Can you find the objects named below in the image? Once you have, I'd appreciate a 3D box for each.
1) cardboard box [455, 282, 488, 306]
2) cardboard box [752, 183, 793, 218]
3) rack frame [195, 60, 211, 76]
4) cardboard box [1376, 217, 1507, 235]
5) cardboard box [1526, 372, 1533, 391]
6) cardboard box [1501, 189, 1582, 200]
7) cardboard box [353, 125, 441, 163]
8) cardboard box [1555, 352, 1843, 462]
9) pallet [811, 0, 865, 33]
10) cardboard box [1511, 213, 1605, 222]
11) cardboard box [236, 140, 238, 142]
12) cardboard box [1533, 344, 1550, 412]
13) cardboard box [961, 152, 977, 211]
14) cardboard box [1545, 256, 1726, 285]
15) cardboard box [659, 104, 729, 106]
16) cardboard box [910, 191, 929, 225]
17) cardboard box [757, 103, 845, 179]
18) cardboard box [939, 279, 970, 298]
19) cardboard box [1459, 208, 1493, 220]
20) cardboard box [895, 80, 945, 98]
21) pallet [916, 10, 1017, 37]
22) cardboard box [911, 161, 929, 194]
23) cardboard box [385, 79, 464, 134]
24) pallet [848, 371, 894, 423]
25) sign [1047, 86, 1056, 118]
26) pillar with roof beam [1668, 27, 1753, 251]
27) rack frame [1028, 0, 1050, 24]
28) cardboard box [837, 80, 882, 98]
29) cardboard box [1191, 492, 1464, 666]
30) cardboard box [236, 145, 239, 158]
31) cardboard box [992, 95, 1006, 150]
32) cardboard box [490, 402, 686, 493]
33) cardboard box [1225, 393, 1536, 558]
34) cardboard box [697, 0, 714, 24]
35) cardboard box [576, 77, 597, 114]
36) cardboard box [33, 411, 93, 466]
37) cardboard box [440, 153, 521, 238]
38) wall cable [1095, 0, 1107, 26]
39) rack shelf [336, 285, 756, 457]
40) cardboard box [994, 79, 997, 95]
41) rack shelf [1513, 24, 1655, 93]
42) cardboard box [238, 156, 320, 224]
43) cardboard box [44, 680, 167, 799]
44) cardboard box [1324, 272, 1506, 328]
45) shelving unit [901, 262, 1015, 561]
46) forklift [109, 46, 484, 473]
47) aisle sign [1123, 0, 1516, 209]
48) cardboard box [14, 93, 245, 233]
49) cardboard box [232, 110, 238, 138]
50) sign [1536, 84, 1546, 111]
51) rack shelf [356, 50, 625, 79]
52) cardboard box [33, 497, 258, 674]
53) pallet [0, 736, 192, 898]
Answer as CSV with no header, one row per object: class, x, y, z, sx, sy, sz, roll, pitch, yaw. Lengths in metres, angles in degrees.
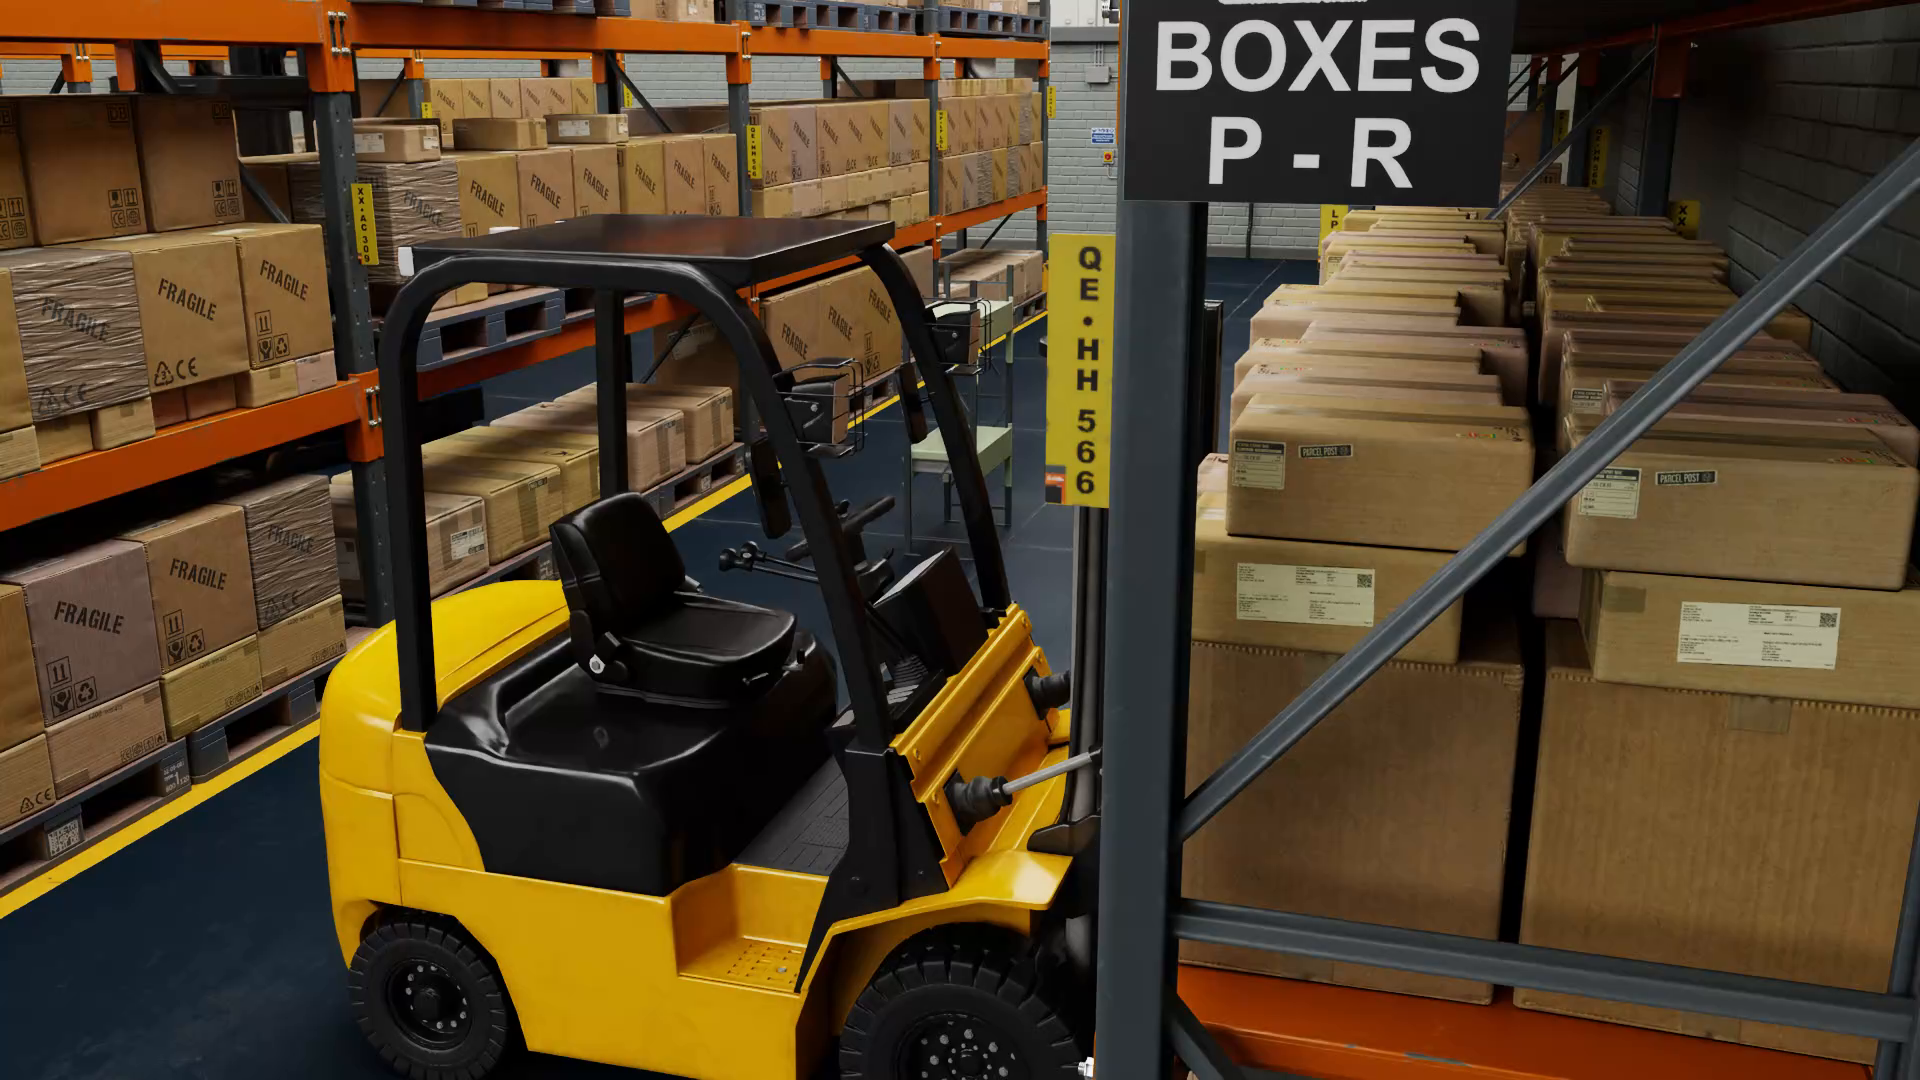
cardboard box,-2.415,-1.177,7.675,0.380,0.149,0.250,5,17,17
cardboard box,-1.437,-2.240,11.088,0.500,0.250,0.500,5,16,15
rack frame,-9.046,-4.820,20.824,1.000,3.000,0.127,5,16,16
cardboard box,1.460,-0.894,5.066,0.380,0.149,0.250,5,17,17
cardboard box,1.656,-0.173,4.260,0.500,0.500,0.500,4,16,14
cardboard box,2.944,-1.693,8.430,0.380,0.149,0.250,5,16,16
cardboard box,-2.482,-1.713,7.183,0.380,0.149,0.250,5,16,16
cardboard box,1.137,-0.192,2.591,0.380,0.149,0.250,5,17,17
pallet,-1.371,-3.776,11.993,1.003,0.211,1.213,5,17,18
cardboard box,2.524,-1.293,7.018,0.380,0.149,0.250,4,16,15
cardboard box,-6.375,-3.324,14.151,0.380,0.149,0.250,5,17,18
cardboard box,1.523,-0.381,3.802,0.380,0.149,0.250,4,16,14
cardboard box,-0.150,-3.286,15.236,0.500,0.500,0.500,5,17,16
cardboard box,1.610,-0.591,4.000,0.380,0.149,0.250,4,16,15
cardboard box,-1.784,-2.778,11.610,0.500,0.500,0.500,5,17,17
cardboard box,-0.567,-2.796,13.963,0.500,0.250,0.500,4,16,15
cardboard box,-1.150,-2.862,11.907,0.500,0.500,0.500,5,17,17
cardboard box,-0.400,-2.130,15.267,0.875,0.438,0.875,4,16,15
cardboard box,2.231,-1.460,7.607,0.380,0.149,0.250,5,16,16
cardboard box,-0.343,-3.908,14.407,0.380,0.149,0.250,4,16,15
pallet,-0.090,-4.936,15.902,1.003,0.211,1.213,5,16,16
cardboard box,-0.573,-3.039,13.904,0.500,0.250,0.500,5,16,16
cardboard box,-5.094,-4.133,15.844,0.500,0.500,0.500,5,17,17
pallet,-1.173,-1.135,12.945,1.003,0.211,1.213,5,16,16
sign,0.972,-4.676,17.763,0.100,0.325,0.005,5,16,16
pillar with roof beam,-0.692,-4.383,8.292,9.100,9.000,0.400,5,16,16
rack frame,0.456,-6.937,17.296,1.000,3.000,0.127,5,16,16
cardboard box,-0.899,-3.951,14.558,0.380,0.149,0.250,4,16,15
cardboard box,0.499,0.046,2.297,0.380,0.149,0.250,5,17,17
cardboard box,-5.977,-3.063,13.233,0.380,0.149,0.250,5,17,18
cardboard box,0.138,-4.036,16.046,0.500,0.500,0.500,5,16,15
cardboard box,-2.190,-0.555,9.836,0.950,0.372,0.625,4,16,15
cardboard box,0.568,-0.094,2.248,0.380,0.149,0.250,5,16,16
cardboard box,-1.706,-3.182,10.013,0.380,0.149,0.250,5,16,16
cardboard box,-4.211,-4.942,18.694,0.500,0.500,0.500,4,16,15
cardboard box,-3.141,-0.352,5.535,0.380,0.149,0.250,4,16,15
cardboard box,-2.405,-1.536,7.751,0.500,0.500,0.500,5,16,16
wall cable,1.802,-8.447,22.620,0.463,3.000,0.029,5,16,16
rack shelf,-2.386,-1.089,8.989,1.077,0.370,4.000,5,16,16
cardboard box,0.143,-4.378,16.062,0.380,0.149,0.250,5,17,18
rack shelf,2.374,-2.148,7.226,1.077,0.370,4.000,5,16,16
cardboard box,-3.043,-1.443,7.424,0.500,0.500,0.500,4,16,15
cardboard box,-3.156,0.657,5.784,0.500,0.250,0.500,5,17,17
cardboard box,0.999,-0.496,3.665,0.380,0.149,0.250,5,17,17
shelving unit,-0.002,-0.720,9.119,0.431,1.500,0.755,5,16,16
forklift,-4.683,-1.960,10.869,1.130,2.935,3.031,9,18,30
aisle sign,0.368,-0.737,1.668,0.394,0.787,0.004,5,16,16
cardboard box,-3.288,-1.486,6.509,0.700,0.500,0.500,4,16,15
cardboard box,-8.932,-5.103,20.181,0.500,0.500,0.500,5,17,17
sign,5.742,-4.328,16.390,0.100,0.325,0.005,5,16,16
rack shelf,-4.887,-4.982,17.219,1.077,0.370,4.000,5,16,16
cardboard box,-3.008,0.157,6.173,0.500,0.500,0.500,5,17,17
pallet,-3.456,0.929,5.669,1.003,0.211,1.213,5,16,16
